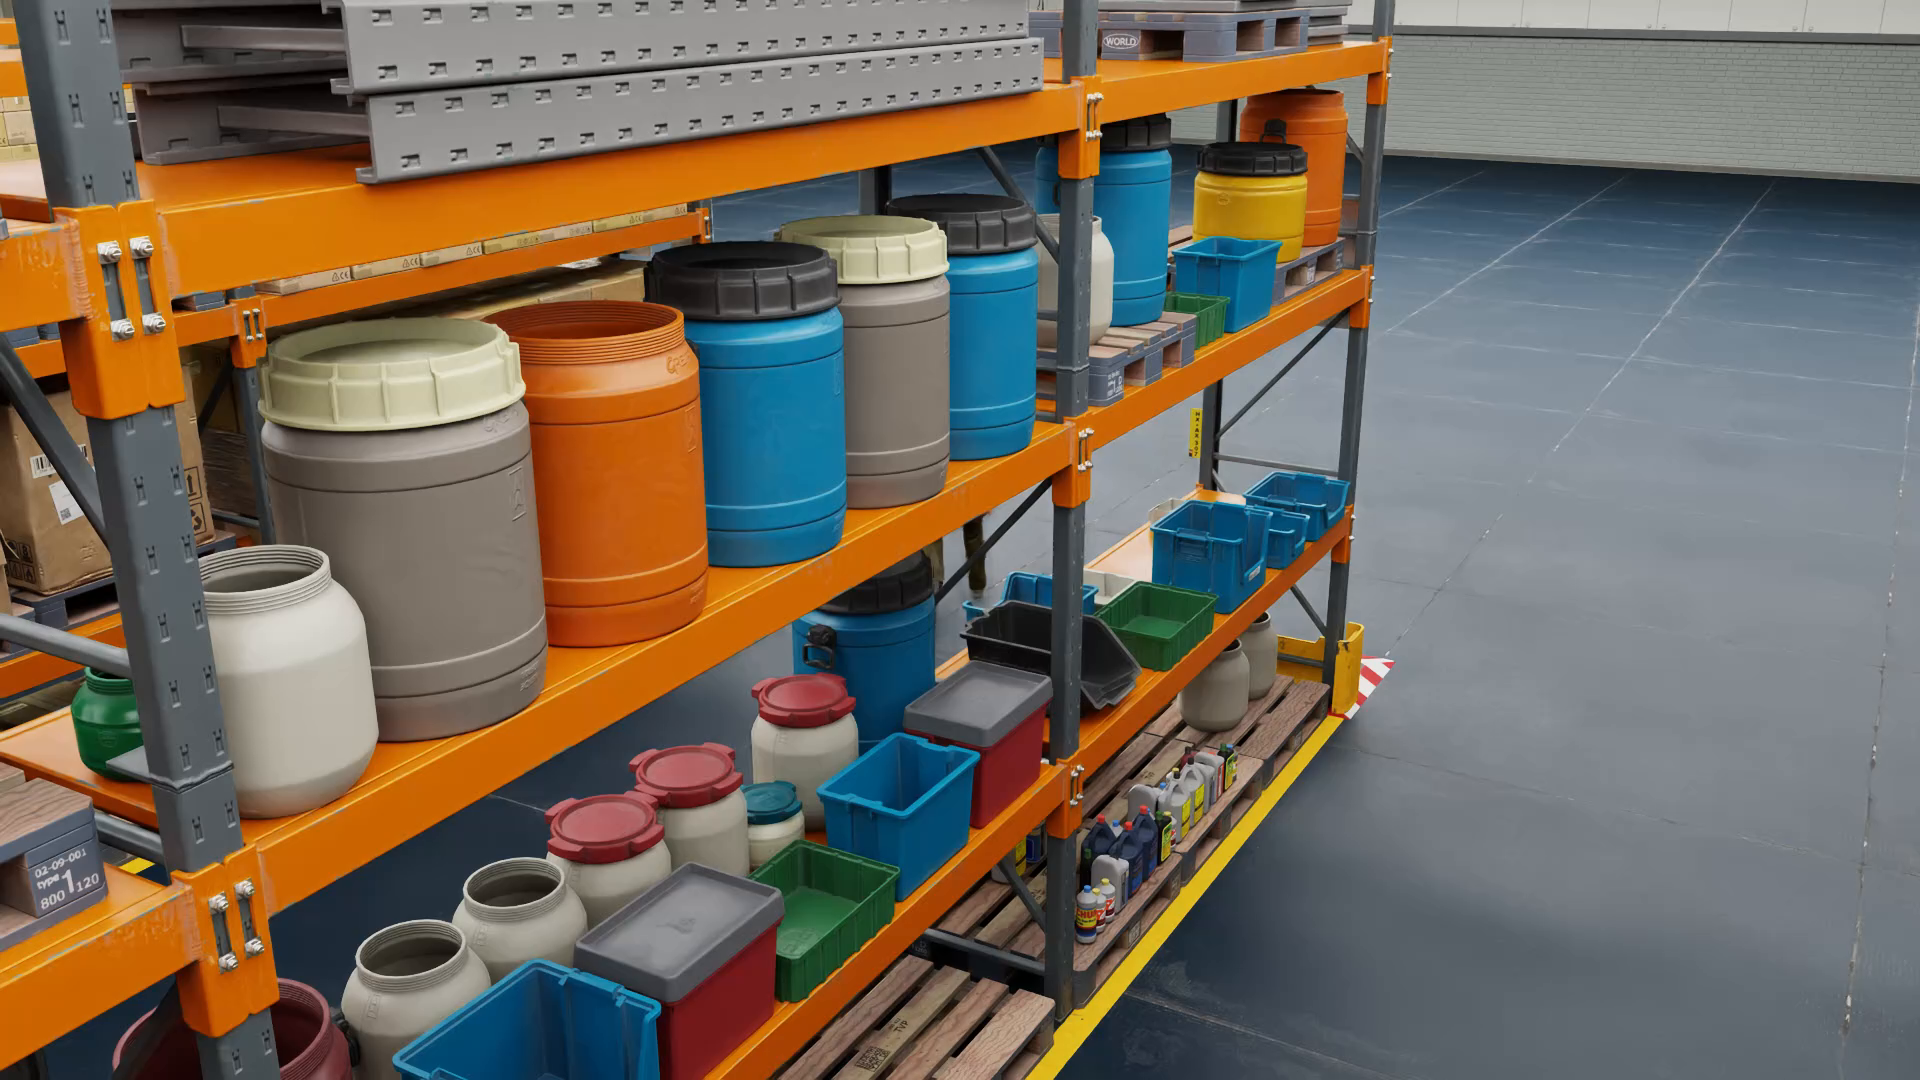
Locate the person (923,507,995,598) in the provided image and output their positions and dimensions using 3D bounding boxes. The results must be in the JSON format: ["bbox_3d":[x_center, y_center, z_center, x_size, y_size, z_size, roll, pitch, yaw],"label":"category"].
[{"bbox_3d":[-0.038,-0.381,12.158,0.640,1.762,0.761,-2,19,-6],"label":"person"}]
